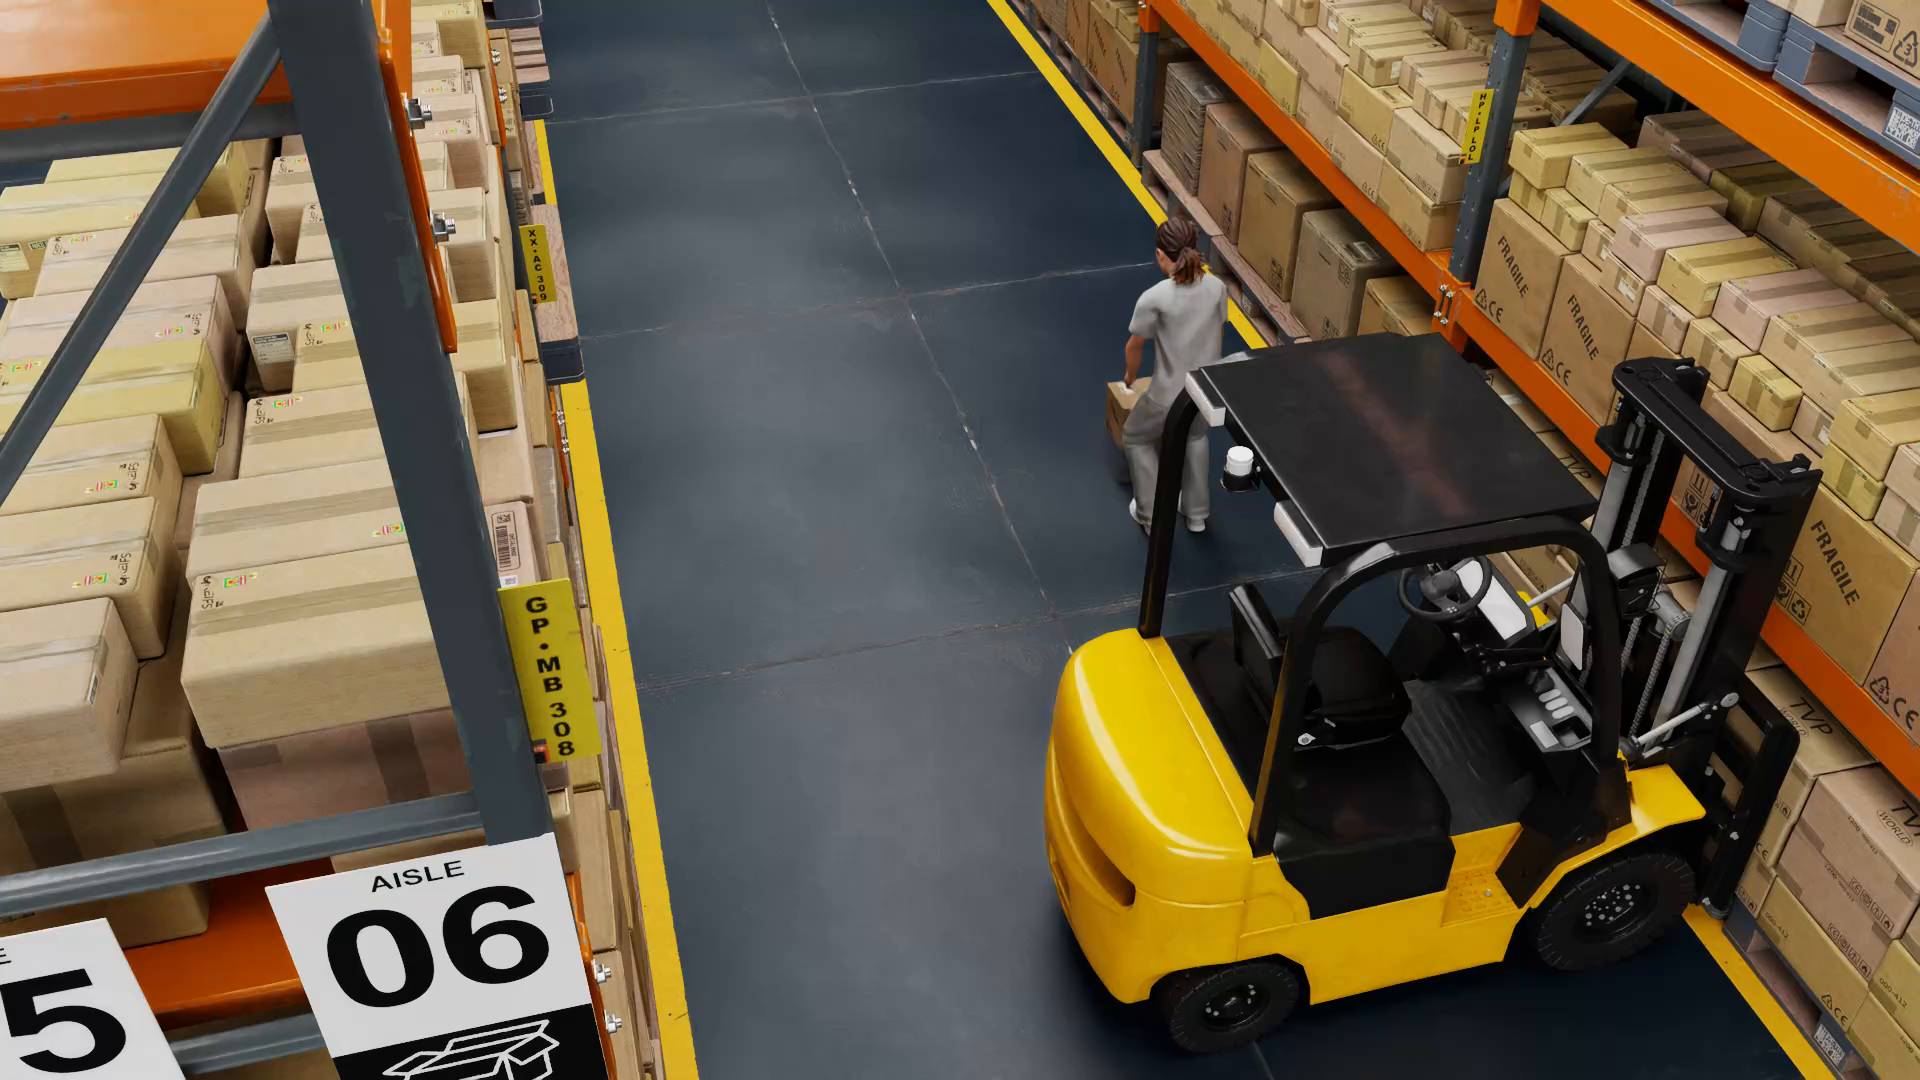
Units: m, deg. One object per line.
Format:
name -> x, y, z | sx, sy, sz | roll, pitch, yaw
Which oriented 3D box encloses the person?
person -> 0.988, -0.722, 7.718 | 0.475, 1.573, 0.467 | -9, 39, -11
